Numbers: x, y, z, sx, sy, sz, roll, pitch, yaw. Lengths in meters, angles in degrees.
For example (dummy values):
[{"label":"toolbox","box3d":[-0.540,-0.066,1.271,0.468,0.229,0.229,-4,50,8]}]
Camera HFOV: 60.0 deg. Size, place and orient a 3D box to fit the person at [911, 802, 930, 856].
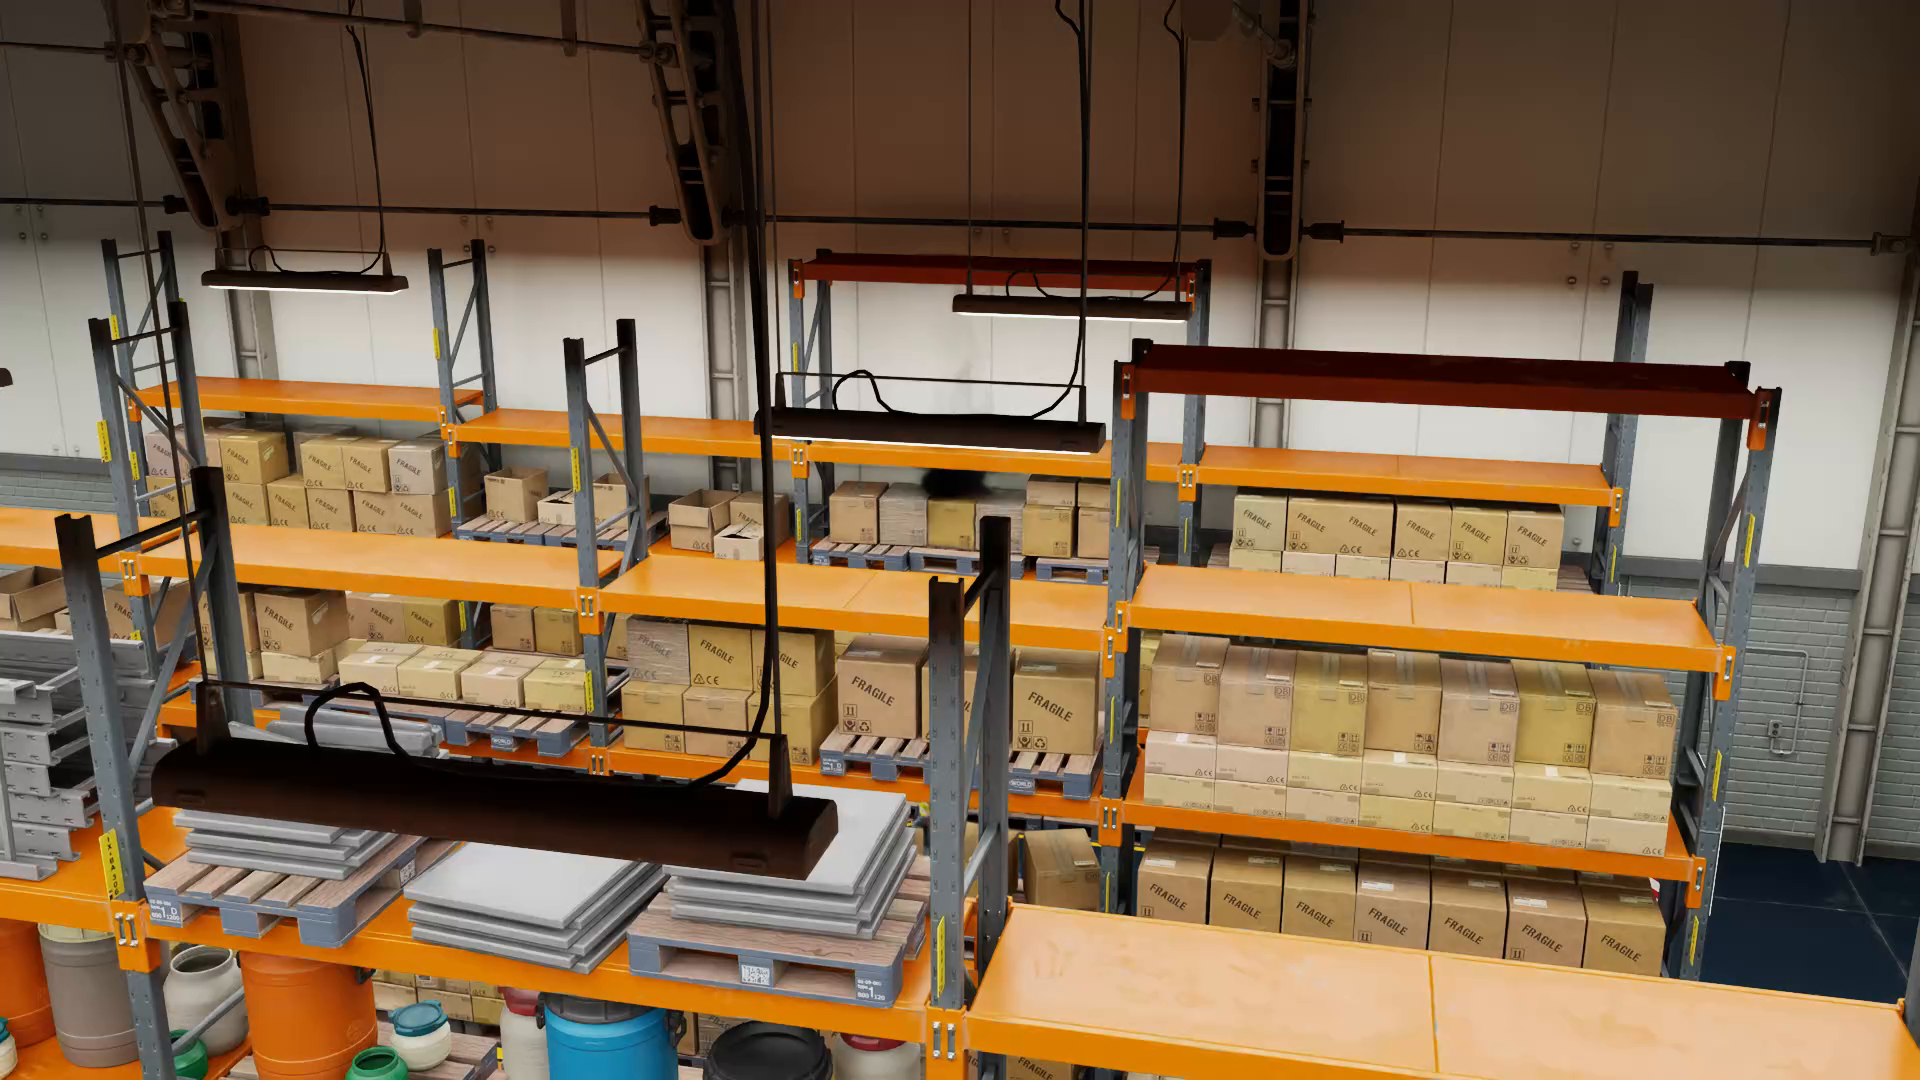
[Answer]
[{"label":"person","box3d":[-0.274,2.506,15.575,0.582,1.681,0.692,1,16,5]}]
